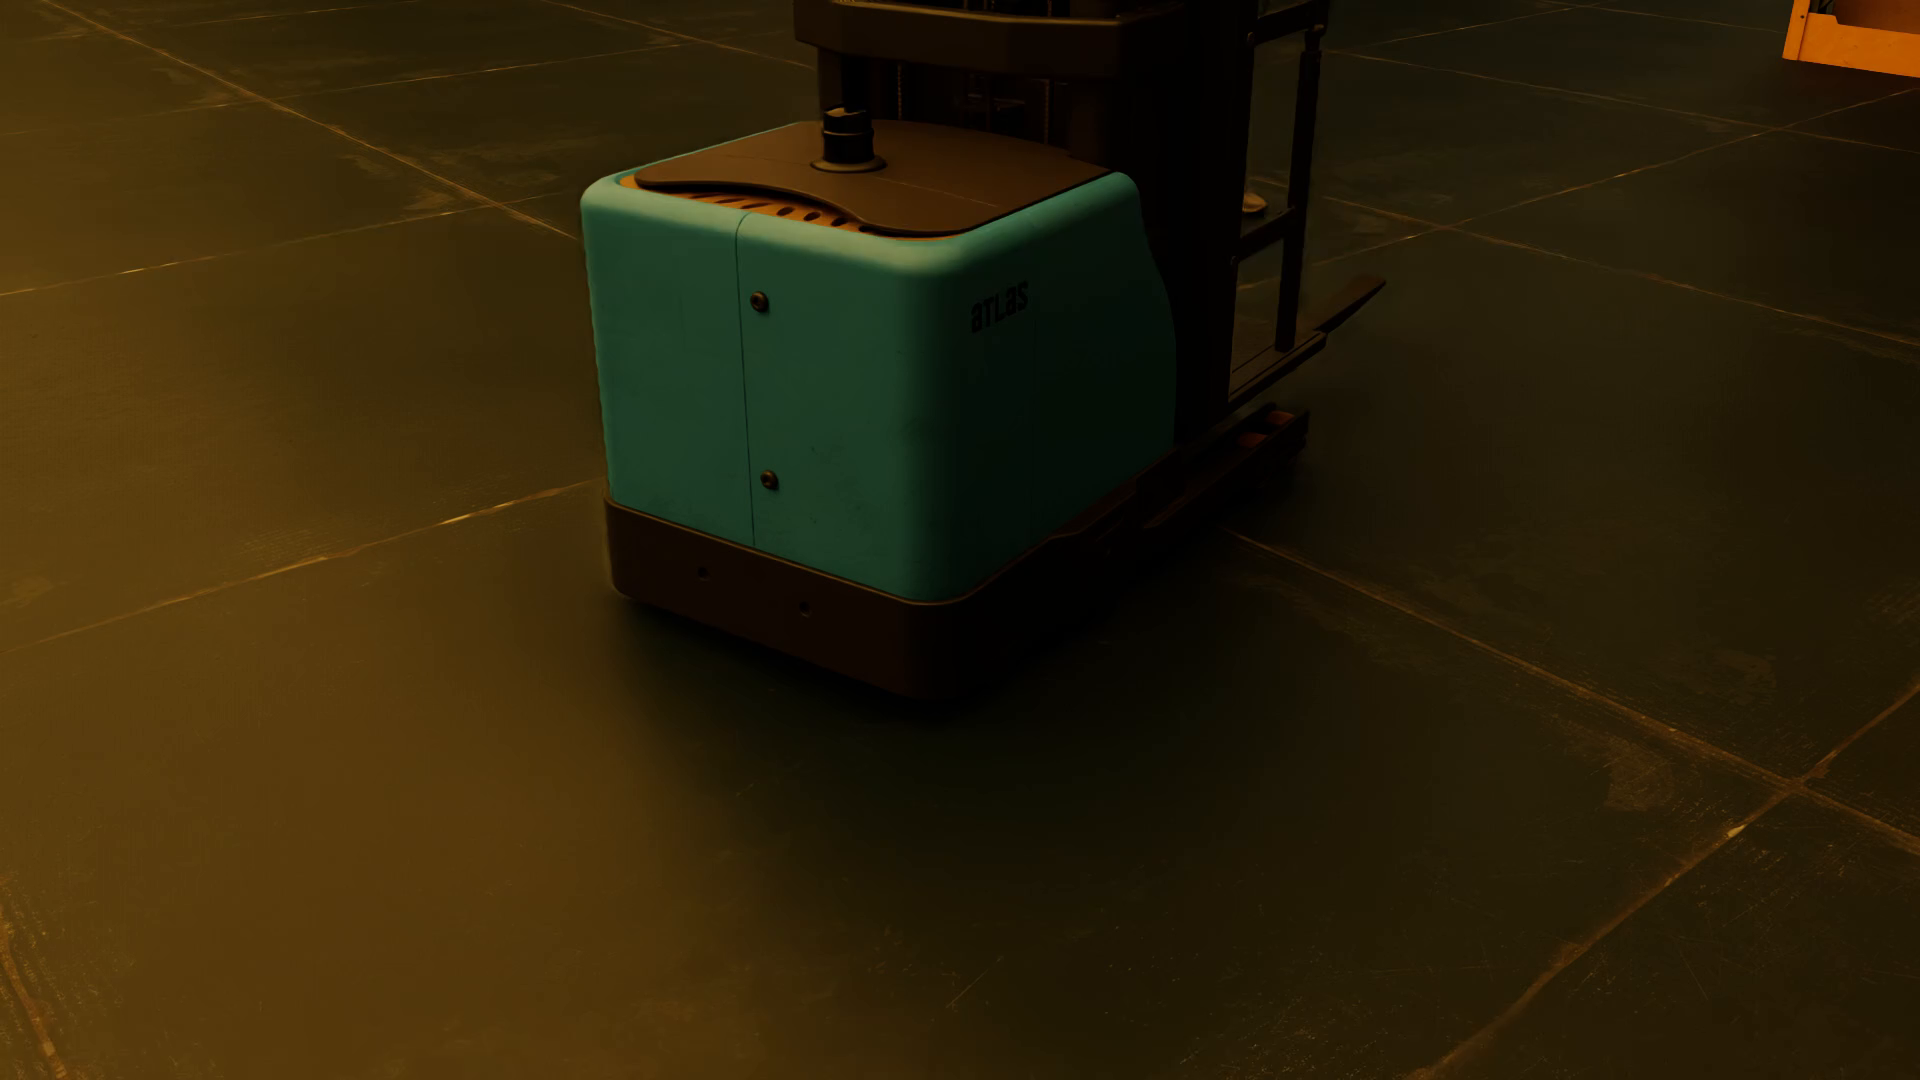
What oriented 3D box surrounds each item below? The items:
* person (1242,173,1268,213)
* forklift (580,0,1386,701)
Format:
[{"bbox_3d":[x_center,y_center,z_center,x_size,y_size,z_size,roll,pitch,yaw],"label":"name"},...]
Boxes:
[{"bbox_3d":[1.015,-2.201,7.097,0.608,1.637,0.810,20,33,35],"label":"person"},{"bbox_3d":[0.378,-1.566,4.359,1.130,2.935,3.031,17,31,30],"label":"forklift"}]
